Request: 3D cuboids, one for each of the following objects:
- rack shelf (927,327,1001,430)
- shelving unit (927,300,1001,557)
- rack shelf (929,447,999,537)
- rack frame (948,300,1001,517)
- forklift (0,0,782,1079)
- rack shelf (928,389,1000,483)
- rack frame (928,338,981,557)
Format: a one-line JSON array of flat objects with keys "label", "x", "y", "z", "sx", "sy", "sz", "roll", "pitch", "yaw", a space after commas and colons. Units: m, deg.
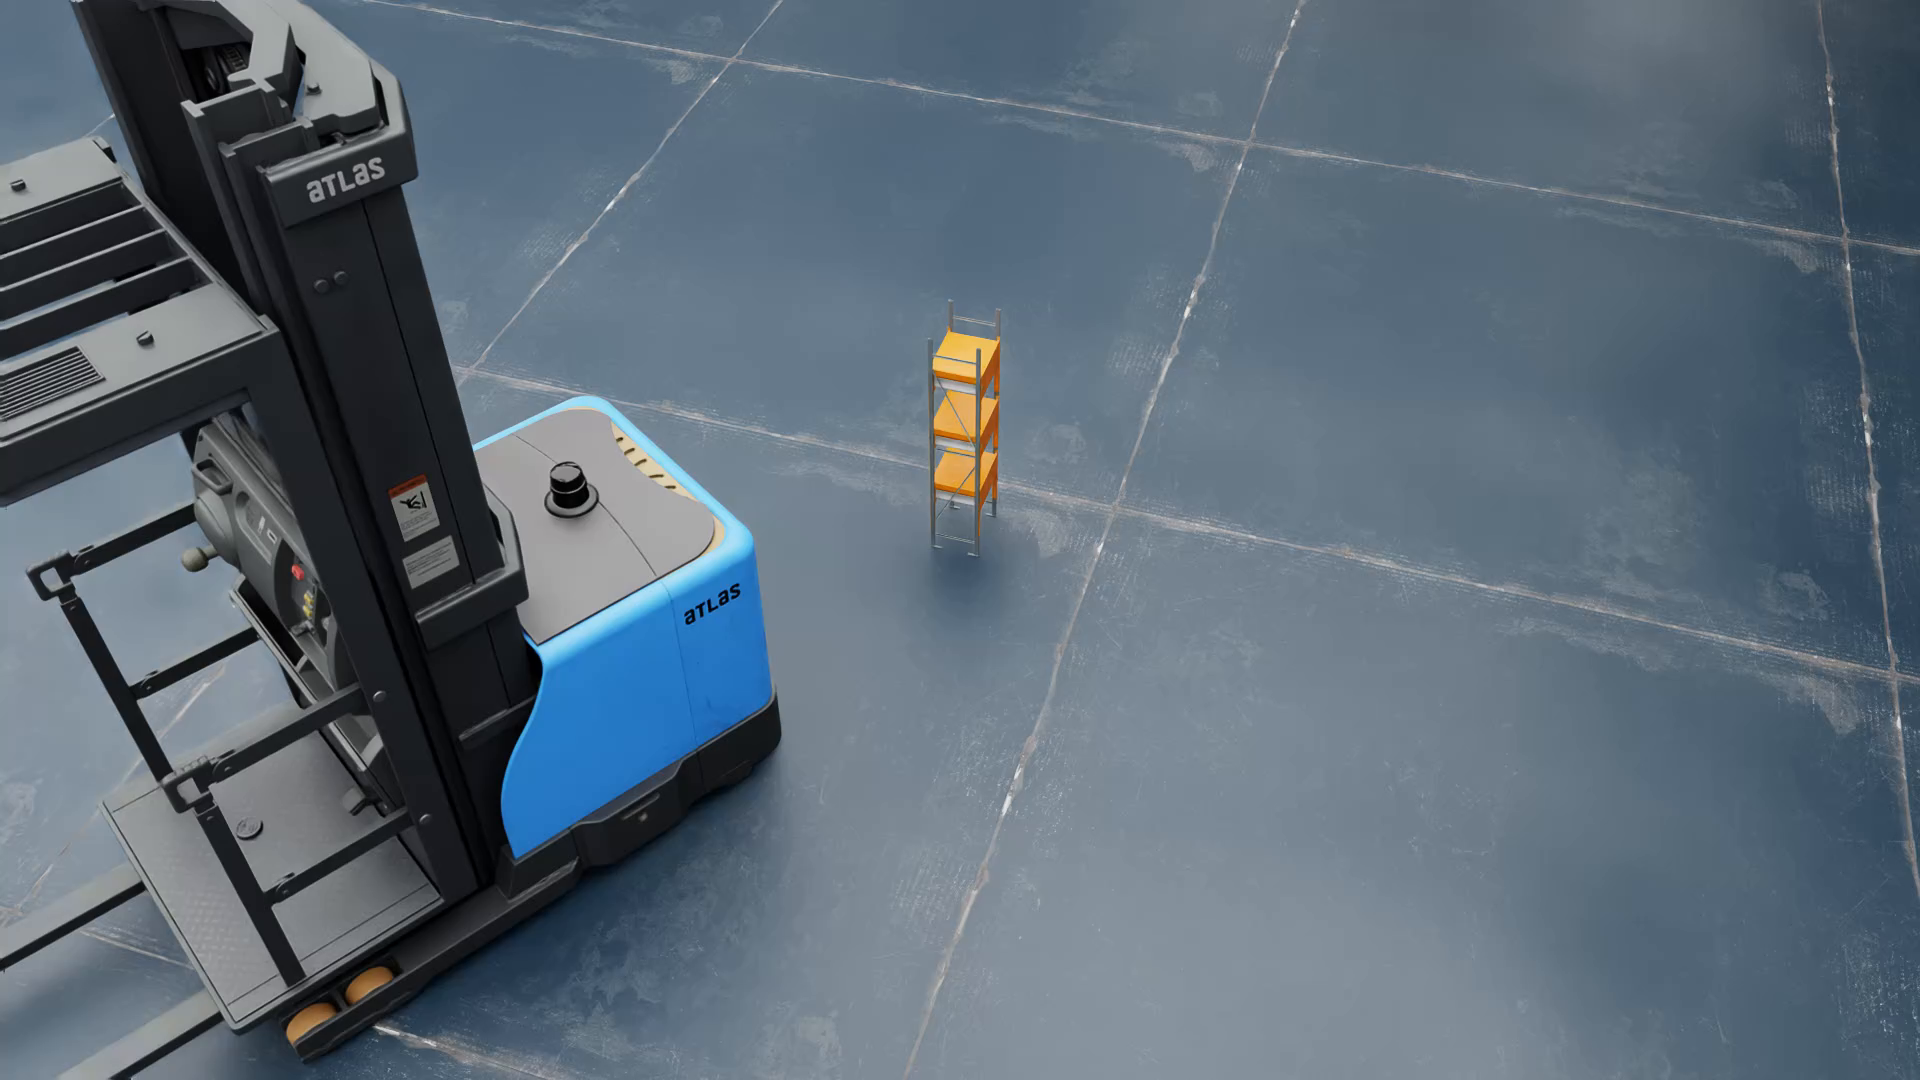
[{"label": "rack shelf", "x": 0.016, "y": -0.606, "z": 6.228, "sx": 0.215, "sy": 0.259, "sz": 0.240, "roll": 13, "pitch": 46, "yaw": 12}, {"label": "shelving unit", "x": 0.016, "y": -0.411, "z": 6.419, "sx": 0.215, "sy": 1.050, "sz": 0.252, "roll": 13, "pitch": 46, "yaw": 12}, {"label": "rack shelf", "x": 0.016, "y": -0.205, "z": 6.621, "sx": 0.215, "sy": 0.259, "sz": 0.240, "roll": 13, "pitch": 46, "yaw": 12}, {"label": "rack frame", "x": 0.053, "y": -0.492, "z": 6.502, "sx": 0.200, "sy": 1.050, "sz": 0.008, "roll": 13, "pitch": 46, "yaw": 12}, {"label": "forklift", "x": -2.085, "y": 0.122, "z": 4.530, "sx": 3.031, "sy": 2.935, "sz": 1.130, "roll": -31, "pitch": 52, "yaw": -28}, {"label": "rack shelf", "x": 0.016, "y": -0.403, "z": 6.427, "sx": 0.215, "sy": 0.259, "sz": 0.240, "roll": 13, "pitch": 46, "yaw": 12}, {"label": "rack frame", "x": -0.021, "y": -0.330, "z": 6.336, "sx": 0.200, "sy": 1.050, "sz": 0.008, "roll": 13, "pitch": 46, "yaw": 12}]
